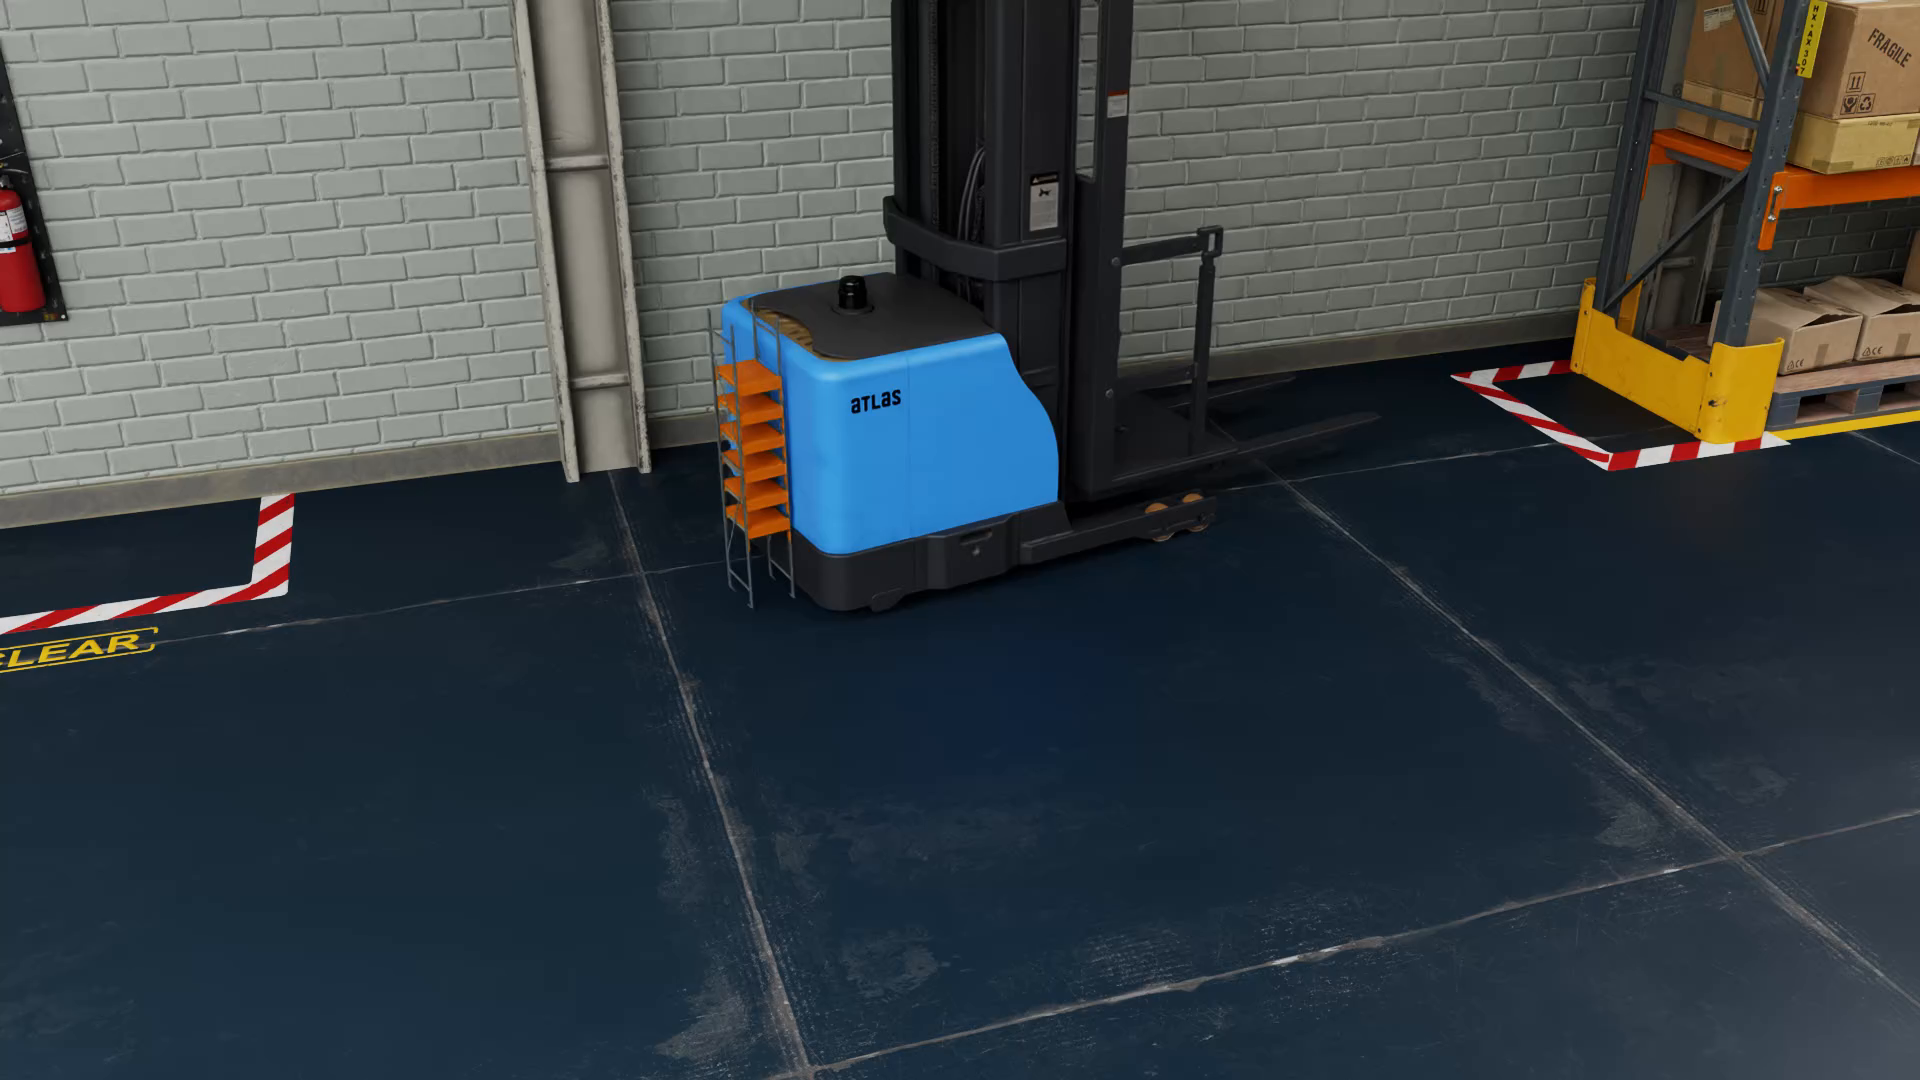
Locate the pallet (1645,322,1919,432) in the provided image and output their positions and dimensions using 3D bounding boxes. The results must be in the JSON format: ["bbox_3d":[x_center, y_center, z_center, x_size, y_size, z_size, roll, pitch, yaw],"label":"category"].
[{"bbox_3d":[4.466,-0.927,8.881,1.213,0.211,1.003,-8,28,-16],"label":"pallet"}]

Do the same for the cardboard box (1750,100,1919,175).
[{"bbox_3d":[4.173,-1.944,7.938,0.500,0.250,0.500,-9,28,-18],"label":"cardboard box"}]

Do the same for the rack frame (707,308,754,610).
[{"bbox_3d":[-0.897,-0.301,6.508,0.006,1.200,0.240,-15,30,-27],"label":"rack frame"}]

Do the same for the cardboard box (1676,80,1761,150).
[{"bbox_3d":[3.995,-2.157,8.368,0.500,0.250,0.500,-8,27,-15],"label":"cardboard box"}]

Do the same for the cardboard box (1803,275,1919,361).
[{"bbox_3d":[4.838,-1.197,8.818,0.500,0.311,0.500,-6,27,-12],"label":"cardboard box"}]

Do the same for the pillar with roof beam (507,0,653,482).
[{"bbox_3d":[-0.364,-2.572,2.310,0.400,9.000,9.100,-8,28,-16],"label":"pillar with roof beam"}]

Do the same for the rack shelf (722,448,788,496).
[{"bbox_3d":[-0.817,-0.283,6.569,0.180,0.103,0.258,-15,30,-27],"label":"rack shelf"}]

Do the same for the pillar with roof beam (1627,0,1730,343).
[{"bbox_3d":[5.341,-3.398,3.975,0.400,9.000,9.100,-8,28,-16],"label":"pillar with roof beam"}]

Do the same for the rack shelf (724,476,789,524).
[{"bbox_3d":[-0.816,-0.176,6.622,0.180,0.103,0.258,-15,30,-27],"label":"rack shelf"}]

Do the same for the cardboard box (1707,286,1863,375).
[{"bbox_3d":[4.296,-1.119,8.660,0.500,0.311,0.500,-12,29,-22],"label":"cardboard box"}]

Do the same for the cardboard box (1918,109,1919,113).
[{"bbox_3d":[4.630,-2.349,7.911,0.500,0.500,0.500,-8,28,-16],"label":"cardboard box"}]

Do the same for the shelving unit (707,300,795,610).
[{"bbox_3d":[-0.818,-0.323,6.549,0.189,1.200,0.258,-15,30,-27],"label":"shelving unit"}]

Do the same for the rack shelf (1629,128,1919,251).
[{"bbox_3d":[5.512,-2.022,8.759,4.000,0.370,1.077,-8,28,-16],"label":"rack shelf"}]

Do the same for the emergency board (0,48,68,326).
[{"bbox_3d":[-4.058,-1.381,6.658,0.643,1.169,0.194,-8,28,-16],"label":"emergency board"}]

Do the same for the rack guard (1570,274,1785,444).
[{"bbox_3d":[3.683,-0.960,8.621,0.348,0.500,1.175,-8,28,-16],"label":"rack guard"}]

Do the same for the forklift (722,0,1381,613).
[{"bbox_3d":[0.538,-1.493,6.961,3.031,2.935,1.130,-15,30,-27],"label":"forklift"}]

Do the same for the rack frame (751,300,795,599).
[{"bbox_3d":[-0.739,-0.344,6.590,0.006,1.200,0.240,-15,30,-27],"label":"rack frame"}]

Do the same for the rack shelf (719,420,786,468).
[{"bbox_3d":[-0.818,-0.390,6.515,0.180,0.103,0.258,-15,30,-27],"label":"rack shelf"}]

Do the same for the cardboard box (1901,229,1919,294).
[{"bbox_3d":[5.551,-1.362,8.937,0.500,0.500,0.700,-10,28,-19],"label":"cardboard box"}]

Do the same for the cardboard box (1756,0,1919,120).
[{"bbox_3d":[4.157,-2.285,7.783,0.500,0.500,0.500,-8,28,-16],"label":"cardboard box"}]

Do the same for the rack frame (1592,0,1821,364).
[{"bbox_3d":[3.610,-2.069,8.044,0.127,3.000,1.000,-8,28,-16],"label":"rack frame"}]

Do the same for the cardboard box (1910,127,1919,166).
[{"bbox_3d":[4.662,-2.021,8.094,0.500,0.250,0.500,-9,28,-18],"label":"cardboard box"}]

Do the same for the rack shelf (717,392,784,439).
[{"bbox_3d":[-0.819,-0.497,6.461,0.180,0.103,0.258,-15,30,-27],"label":"rack shelf"}]

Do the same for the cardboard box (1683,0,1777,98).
[{"bbox_3d":[3.993,-2.501,8.218,0.500,0.500,0.500,-9,28,-17],"label":"cardboard box"}]

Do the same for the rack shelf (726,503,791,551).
[{"bbox_3d":[-0.816,-0.068,6.676,0.180,0.103,0.258,-15,30,-27],"label":"rack shelf"}]

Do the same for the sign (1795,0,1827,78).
[{"bbox_3d":[3.779,-2.227,7.390,0.005,0.325,0.100,-8,28,-16],"label":"sign"}]

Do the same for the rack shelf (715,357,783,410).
[{"bbox_3d":[-0.820,-0.605,6.407,0.180,0.103,0.258,-15,30,-27],"label":"rack shelf"}]
